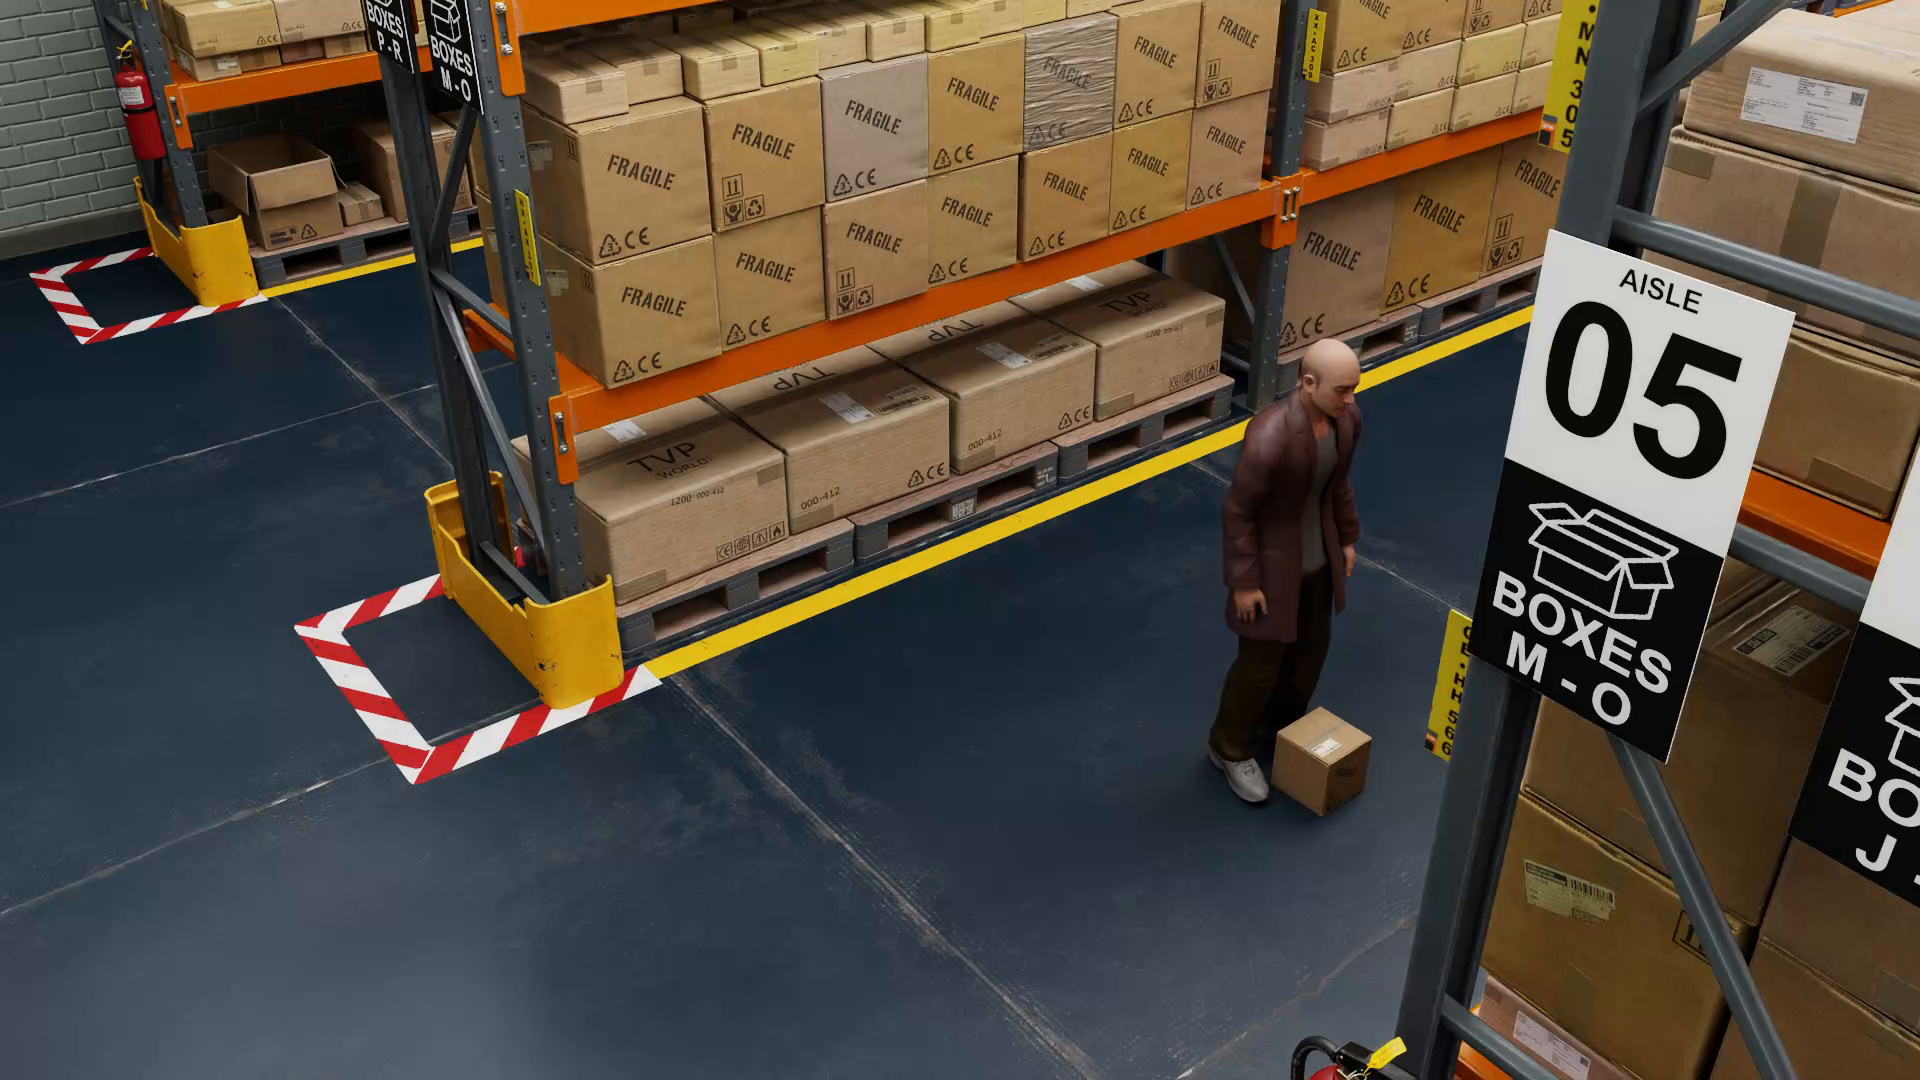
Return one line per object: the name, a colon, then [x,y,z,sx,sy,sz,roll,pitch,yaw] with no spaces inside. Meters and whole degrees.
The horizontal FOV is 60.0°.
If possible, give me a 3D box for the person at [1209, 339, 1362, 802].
person: [1.197,0.083,6.017,0.643,1.773,0.428,-22,38,-31]
